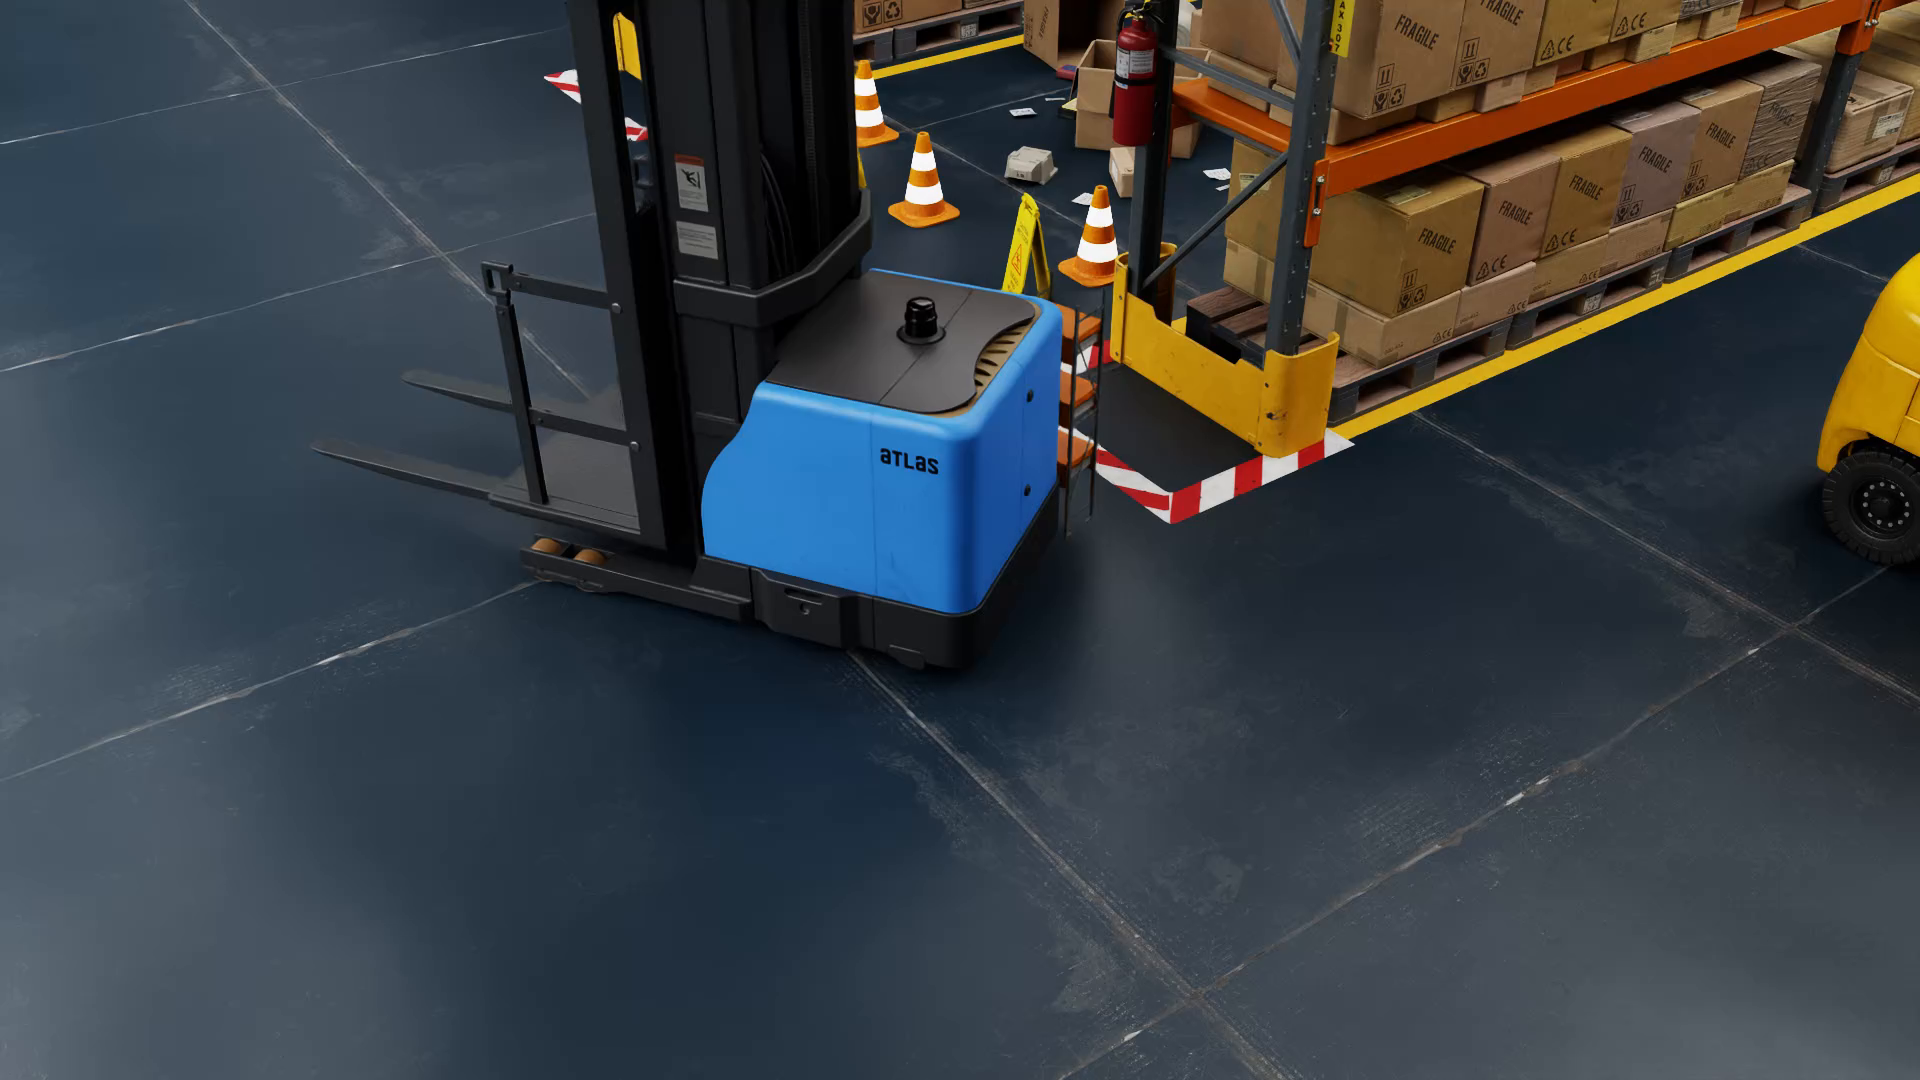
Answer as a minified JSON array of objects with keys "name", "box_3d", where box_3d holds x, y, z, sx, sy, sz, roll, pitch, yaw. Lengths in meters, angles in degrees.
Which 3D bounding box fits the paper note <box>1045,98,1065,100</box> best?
[{"name":"paper note","box_3d":[0.612,-2.832,10.678,0.123,0.001,0.032,-3,36,-4]}]

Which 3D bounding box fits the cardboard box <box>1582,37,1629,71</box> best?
[{"name":"cardboard box","box_3d":[2.806,-2.285,7.573,0.250,0.149,0.380,-24,42,-29]}]

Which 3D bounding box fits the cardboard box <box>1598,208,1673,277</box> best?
[{"name":"cardboard box","box_3d":[3.201,-1.590,8.388,0.500,0.250,0.500,-22,41,-27]}]

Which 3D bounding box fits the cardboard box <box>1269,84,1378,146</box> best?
[{"name":"cardboard box","box_3d":[1.505,-1.784,6.877,0.250,0.149,0.380,-22,41,-28]}]

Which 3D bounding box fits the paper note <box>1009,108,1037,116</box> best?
[{"name":"paper note","box_3d":[0.399,-2.696,10.474,0.142,0.017,0.144,-9,37,-12]}]

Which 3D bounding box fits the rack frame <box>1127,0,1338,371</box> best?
[{"name":"rack frame","box_3d":[1.108,-1.871,6.782,0.127,3.000,1.000,-22,41,-28]}]

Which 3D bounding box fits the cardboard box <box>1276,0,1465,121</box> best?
[{"name":"cardboard box","box_3d":[1.655,-2.059,6.703,0.500,0.500,0.500,-23,42,-29]}]

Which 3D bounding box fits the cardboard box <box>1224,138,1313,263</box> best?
[{"name":"cardboard box","box_3d":[1.612,-1.623,7.791,0.500,0.500,0.500,-22,41,-28]}]

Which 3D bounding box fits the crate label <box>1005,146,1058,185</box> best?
[{"name":"crate label","box_3d":[0.406,-2.178,9.661,0.250,0.136,0.298,15,38,20]}]

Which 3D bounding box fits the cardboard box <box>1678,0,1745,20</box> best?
[{"name":"cardboard box","box_3d":[3.319,-2.756,7.673,0.500,0.500,0.500,-21,41,-27]}]

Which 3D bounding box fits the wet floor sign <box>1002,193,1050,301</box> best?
[{"name":"wet floor sign","box_3d":[0.336,-1.362,8.091,0.232,0.644,0.267,-9,37,-12]}]

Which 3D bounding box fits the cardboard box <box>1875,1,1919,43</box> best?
[{"name":"cardboard box","box_3d":[5.958,-2.976,10.209,0.625,0.372,0.950,-21,41,-26]}]

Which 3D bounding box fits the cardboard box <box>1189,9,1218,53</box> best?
[{"name":"cardboard box","box_3d":[1.845,-3.030,10.416,0.503,0.637,0.797,-22,41,-28]}]

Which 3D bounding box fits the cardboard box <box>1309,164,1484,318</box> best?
[{"name":"cardboard box","box_3d":[1.946,-1.377,7.448,0.500,0.500,0.500,-24,42,-29]}]

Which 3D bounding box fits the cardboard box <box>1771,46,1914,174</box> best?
[{"name":"cardboard box","box_3d":[4.805,-2.497,9.544,0.625,0.372,0.950,-22,41,-27]}]

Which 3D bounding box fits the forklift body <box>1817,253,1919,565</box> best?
[{"name":"forklift body","box_3d":[4.469,-0.667,5.835,1.214,2.155,2.313,-22,41,-28]}]

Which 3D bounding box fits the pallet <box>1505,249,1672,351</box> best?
[{"name":"pallet","box_3d":[2.851,-1.428,8.555,1.213,0.211,1.003,-22,41,-28]}]

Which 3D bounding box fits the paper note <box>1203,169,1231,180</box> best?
[{"name":"paper note","box_3d":[1.515,-2.143,9.713,0.142,0.019,0.148,-9,37,-12]}]

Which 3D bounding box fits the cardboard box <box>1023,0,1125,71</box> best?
[{"name":"cardboard box","box_3d":[0.766,-3.519,11.212,0.500,0.500,0.500,-15,38,-20]}]

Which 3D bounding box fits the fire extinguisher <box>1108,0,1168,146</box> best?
[{"name":"fire extinguisher","box_3d":[0.749,-2.021,7.057,0.183,0.674,0.296,-22,41,-28]}]

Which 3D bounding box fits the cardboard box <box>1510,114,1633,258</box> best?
[{"name":"cardboard box","box_3d":[2.785,-1.720,7.925,0.500,0.500,0.500,-22,41,-27]}]

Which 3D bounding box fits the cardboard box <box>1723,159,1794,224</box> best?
[{"name":"cardboard box","box_3d":[4.049,-1.943,8.878,0.500,0.250,0.500,-20,40,-26]}]

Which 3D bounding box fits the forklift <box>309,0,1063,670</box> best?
[{"name":"forklift","box_3d":[-1.176,-1.257,5.988,3.031,2.935,1.130,13,38,17]}]

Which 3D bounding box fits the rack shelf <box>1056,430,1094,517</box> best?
[{"name":"rack shelf","box_3d":[0.392,-0.289,6.745,0.240,0.259,0.215,24,42,30]}]

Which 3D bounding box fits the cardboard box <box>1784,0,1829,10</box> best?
[{"name":"cardboard box","box_3d":[4.090,-2.773,8.252,0.250,0.149,0.380,-21,41,-27]}]

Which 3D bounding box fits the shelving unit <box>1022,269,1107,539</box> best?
[{"name":"shelving unit","box_3d":[0.393,-0.524,6.578,0.252,1.050,0.215,24,42,30]}]

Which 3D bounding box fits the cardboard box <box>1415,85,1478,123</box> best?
[{"name":"cardboard box","box_3d":[1.966,-1.926,7.075,0.250,0.149,0.380,-24,42,-29]}]

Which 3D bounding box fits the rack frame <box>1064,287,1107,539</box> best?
[{"name":"rack frame","box_3d":[0.490,-0.481,6.517,0.008,1.050,0.200,24,42,30]}]

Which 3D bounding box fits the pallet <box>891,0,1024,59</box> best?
[{"name":"pallet","box_3d":[-0.222,-3.781,11.827,1.213,0.211,1.003,-22,41,-28]}]

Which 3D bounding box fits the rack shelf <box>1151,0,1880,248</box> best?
[{"name":"rack shelf","box_3d":[2.743,-2.251,7.927,4.000,0.370,1.077,-22,41,-28]}]

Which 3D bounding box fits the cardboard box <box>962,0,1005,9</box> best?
[{"name":"cardboard box","box_3d":[0.154,-4.369,11.716,0.875,0.875,0.875,-22,41,-28]}]

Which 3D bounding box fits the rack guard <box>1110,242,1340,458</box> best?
[{"name":"rack guard","box_3d":[1.170,-0.881,7.547,0.348,0.500,1.175,-22,41,-28]}]

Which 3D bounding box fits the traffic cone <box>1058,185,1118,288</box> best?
[{"name":"traffic cone","box_3d":[0.716,-1.601,8.580,0.334,0.463,0.336,-22,41,-28]}]

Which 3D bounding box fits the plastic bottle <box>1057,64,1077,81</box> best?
[{"name":"plastic bottle","box_3d":[0.791,-3.067,10.962,0.283,0.061,0.133,22,41,28]}]

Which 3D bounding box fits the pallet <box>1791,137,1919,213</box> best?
[{"name":"pallet","box_3d":[5.013,-2.347,9.832,1.213,0.211,1.003,-22,41,-28]}]

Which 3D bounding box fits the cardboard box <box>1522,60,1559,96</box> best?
[{"name":"cardboard box","box_3d":[2.393,-2.093,7.306,0.250,0.149,0.380,-21,41,-27]}]

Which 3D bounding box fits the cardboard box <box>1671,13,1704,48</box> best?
[{"name":"cardboard box","box_3d":[3.235,-2.445,7.796,0.250,0.149,0.380,-23,42,-29]}]

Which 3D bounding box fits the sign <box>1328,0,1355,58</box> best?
[{"name":"sign","box_3d":[1.420,-1.963,6.169,0.005,0.325,0.100,-22,41,-28]}]

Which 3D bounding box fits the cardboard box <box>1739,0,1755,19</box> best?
[{"name":"cardboard box","box_3d":[3.621,-2.646,8.075,0.250,0.149,0.380,-23,42,-28]}]

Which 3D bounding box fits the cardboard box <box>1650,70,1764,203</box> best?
[{"name":"cardboard box","box_3d":[3.634,-2.076,8.420,0.500,0.500,0.500,-22,41,-27]}]

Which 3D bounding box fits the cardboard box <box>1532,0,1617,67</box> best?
[{"name":"cardboard box","box_3d":[2.492,-2.407,7.187,0.500,0.500,0.500,-23,42,-29]}]

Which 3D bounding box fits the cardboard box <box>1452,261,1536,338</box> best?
[{"name":"cardboard box","box_3d":[2.348,-1.232,7.890,0.500,0.250,0.500,-21,41,-26]}]
